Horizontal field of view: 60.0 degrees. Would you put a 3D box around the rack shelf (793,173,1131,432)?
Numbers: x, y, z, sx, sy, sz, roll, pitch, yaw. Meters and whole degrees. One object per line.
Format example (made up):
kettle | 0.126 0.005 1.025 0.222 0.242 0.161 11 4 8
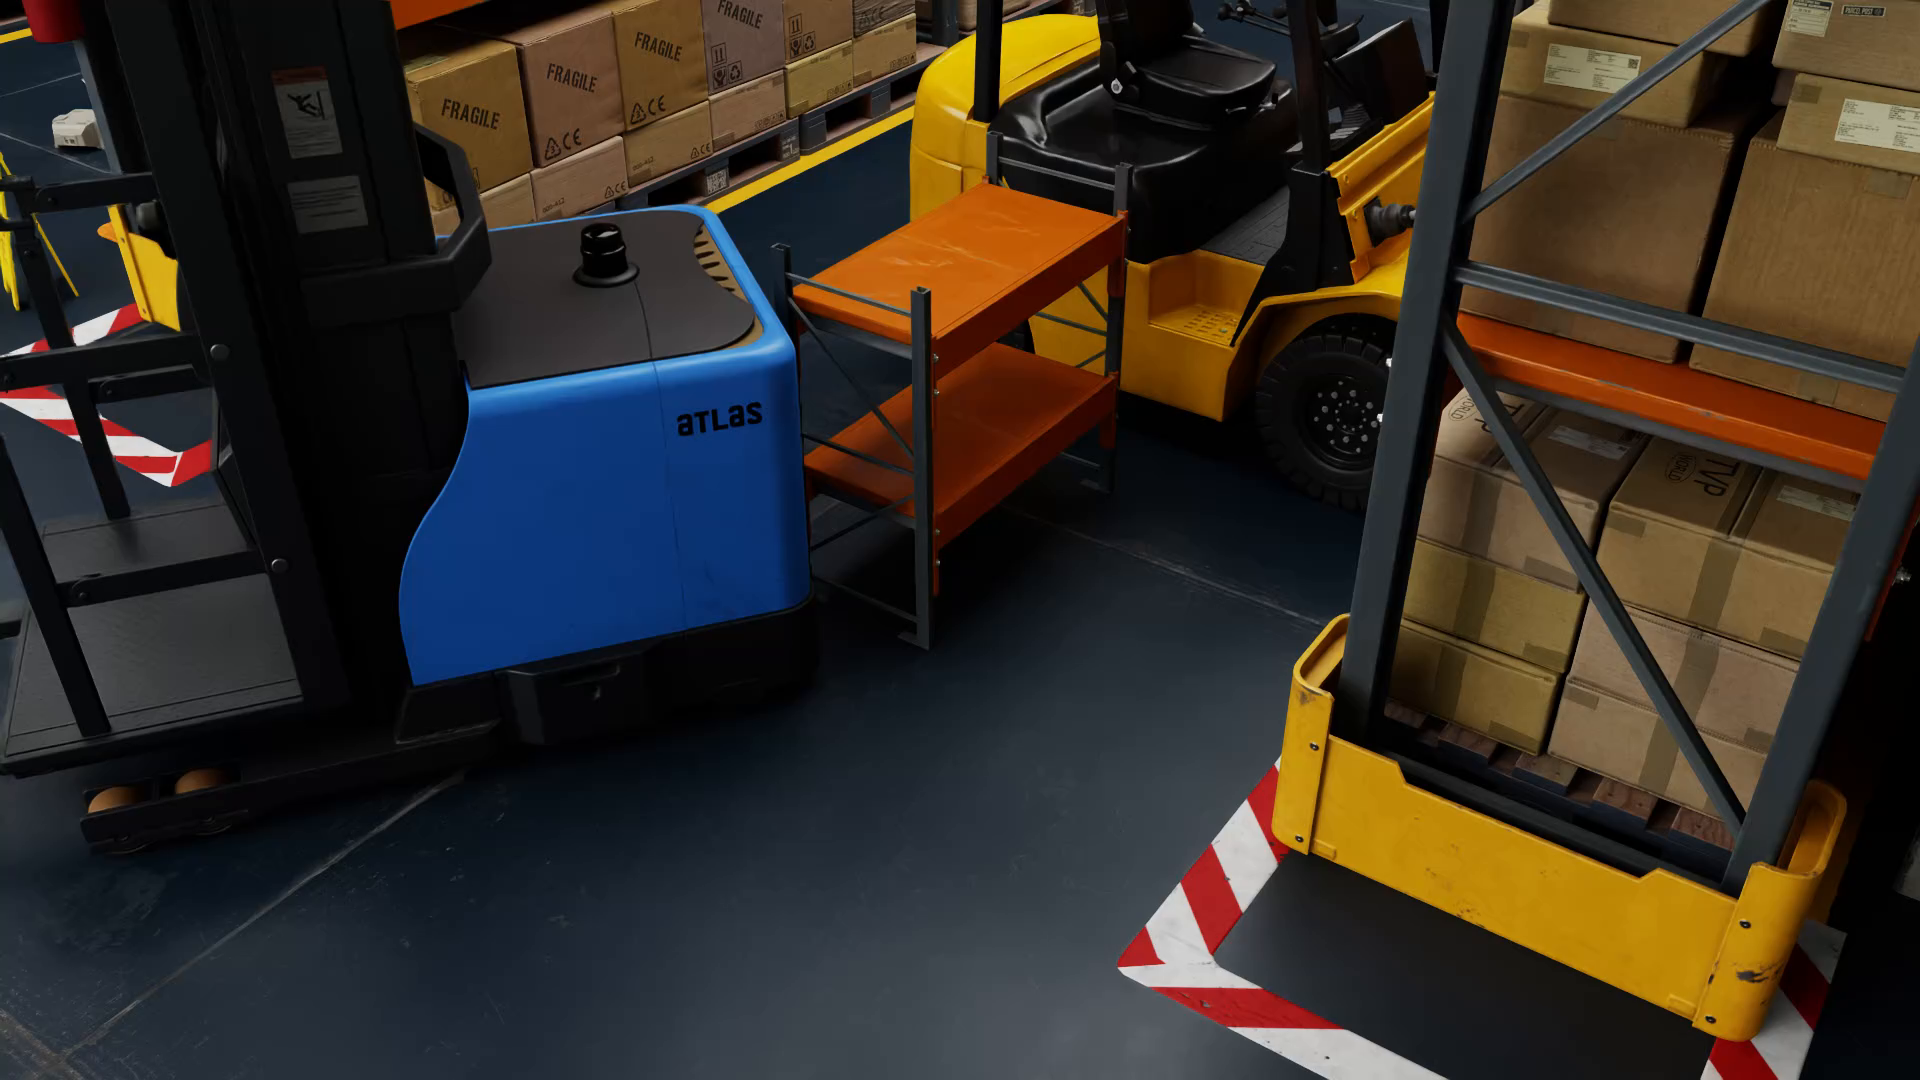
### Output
rack shelf | 0.004 -0.712 4.776 0.538 0.278 1.000 21 39 28

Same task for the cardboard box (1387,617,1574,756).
cardboard box | 1.356 0.239 4.299 0.500 0.250 0.500 22 40 28

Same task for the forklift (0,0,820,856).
forklift | -1.964 -0.774 3.779 3.031 2.935 1.130 -11 36 -16

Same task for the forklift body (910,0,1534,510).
forklift body | 0.930 -1.513 5.567 2.313 2.155 1.214 21 39 28

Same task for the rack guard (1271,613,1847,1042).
rack guard | 1.334 0.637 3.861 1.175 0.500 0.348 21 39 28

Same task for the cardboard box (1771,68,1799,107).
cardboard box | 1.843 -0.927 3.274 0.380 0.149 0.250 21 39 28

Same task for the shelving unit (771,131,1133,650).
shelving unit | 0.004 -0.469 4.939 0.538 1.125 1.048 21 39 28

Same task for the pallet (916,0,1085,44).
pallet | -0.009 -3.038 9.553 1.003 0.211 1.213 21 39 28

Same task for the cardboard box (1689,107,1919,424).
cardboard box | 1.858 -0.590 3.356 0.500 0.500 0.500 23 40 30

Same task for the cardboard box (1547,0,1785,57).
cardboard box | 1.379 -1.075 3.228 0.380 0.149 0.250 21 40 28

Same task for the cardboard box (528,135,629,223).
cardboard box | -1.748 -1.543 6.934 0.500 0.250 0.500 23 40 30

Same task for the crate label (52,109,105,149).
crate label | -4.255 -1.997 8.081 0.250 0.136 0.298 3 34 4

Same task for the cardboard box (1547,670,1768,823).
cardboard box | 1.789 0.392 4.072 0.500 0.250 0.500 21 40 28

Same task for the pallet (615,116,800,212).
pallet | -1.500 -1.795 7.715 1.003 0.211 1.213 21 39 28

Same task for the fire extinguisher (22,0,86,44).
fire extinguisher | -3.176 -2.056 5.681 0.296 0.674 0.183 21 39 28

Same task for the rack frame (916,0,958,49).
rack frame | -0.451 -3.834 8.242 1.000 3.000 0.127 21 39 28

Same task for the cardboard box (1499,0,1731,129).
cardboard box | 1.315 -0.968 3.336 0.380 0.149 0.250 22 40 29

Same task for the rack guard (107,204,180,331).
rack guard | -2.689 -0.993 6.271 1.175 0.500 0.348 21 39 28

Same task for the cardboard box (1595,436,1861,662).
cardboard box | 1.777 -0.019 3.788 0.500 0.250 0.500 21 39 28

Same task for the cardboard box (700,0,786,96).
cardboard box | -1.147 -2.352 7.460 0.500 0.500 0.500 24 41 31

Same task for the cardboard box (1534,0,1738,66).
cardboard box | 1.437 -1.096 3.524 0.380 0.149 0.250 22 40 29

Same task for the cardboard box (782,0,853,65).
cardboard box | -0.857 -2.587 7.808 0.500 0.500 0.500 22 40 29

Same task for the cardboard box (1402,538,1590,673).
cardboard box | 1.369 0.025 4.169 0.500 0.250 0.500 21 39 28

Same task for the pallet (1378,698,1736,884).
pallet | 1.749 0.380 4.499 1.003 0.211 1.213 21 39 28

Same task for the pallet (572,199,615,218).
pallet | -2.196 -1.235 6.889 1.003 0.211 1.213 21 39 28

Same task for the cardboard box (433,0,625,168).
cardboard box | -1.737 -1.875 6.755 0.500 0.500 0.500 20 39 27

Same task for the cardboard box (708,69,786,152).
cardboard box | -1.157 -2.030 7.654 0.500 0.250 0.500 22 40 29

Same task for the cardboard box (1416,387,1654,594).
cardboard box | 1.354 -0.170 4.011 0.500 0.250 0.500 23 40 30

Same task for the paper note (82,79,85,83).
paper note | -4.591 -2.457 8.858 0.142 0.017 0.144 -22 40 -29

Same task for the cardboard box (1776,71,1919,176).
cardboard box | 1.754 -0.793 3.076 0.380 0.149 0.250 20 39 27

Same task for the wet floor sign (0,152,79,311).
wet floor sign | -3.719 -1.272 6.555 0.232 0.644 0.267 -22 40 -29

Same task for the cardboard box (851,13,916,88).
cardboard box | -0.568 -2.511 8.365 0.500 0.250 0.500 23 40 30

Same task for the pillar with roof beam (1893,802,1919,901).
pillar with roof beam | -1.051 -4.302 3.578 9.100 9.000 0.400 21 39 28

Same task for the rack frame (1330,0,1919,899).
rack frame | 1.348 -0.409 3.178 1.000 3.000 0.127 21 39 28

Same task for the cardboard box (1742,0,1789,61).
cardboard box | 1.635 -1.195 3.672 0.380 0.149 0.250 22 40 29

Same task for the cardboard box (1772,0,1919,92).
cardboard box | 1.715 -0.929 3.012 0.380 0.149 0.250 20 39 27

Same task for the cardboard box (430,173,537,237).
cardboard box | -2.045 -1.311 6.590 0.500 0.250 0.500 21 39 28

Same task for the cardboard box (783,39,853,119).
cardboard box | -0.863 -2.263 7.998 0.500 0.250 0.500 20 39 27

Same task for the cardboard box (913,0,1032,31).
cardboard box | -0.154 -3.161 9.218 0.950 0.372 0.625 22 40 29

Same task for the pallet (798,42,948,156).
pallet | -0.805 -2.358 8.549 1.003 0.211 1.213 21 39 28

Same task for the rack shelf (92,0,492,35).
rack shelf | -1.592 -2.615 7.082 1.077 0.370 4.000 21 39 28

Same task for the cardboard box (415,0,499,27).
cardboard box | -2.195 -2.032 6.987 0.500 0.500 0.500 23 40 30

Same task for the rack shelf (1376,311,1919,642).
rack shelf | 2.488 -1.032 4.740 1.077 0.370 4.000 21 39 28

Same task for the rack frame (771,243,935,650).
rack frame | -0.286 -0.235 4.594 0.500 1.125 0.032 21 39 28

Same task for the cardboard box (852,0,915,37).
cardboard box | -0.568 -2.821 8.155 0.500 0.500 0.500 21 39 28

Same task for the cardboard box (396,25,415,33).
cardboard box | -2.489 -1.791 6.630 0.500 0.500 0.500 22 40 28

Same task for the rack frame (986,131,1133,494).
rack frame | 0.294 -0.703 5.285 0.500 1.125 0.032 21 39 28

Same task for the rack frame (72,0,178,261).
rack frame | -2.732 -1.993 5.520 1.000 3.000 0.127 21 39 28

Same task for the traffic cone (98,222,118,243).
traffic cone | -3.547 -1.552 7.132 0.336 0.463 0.334 21 39 28

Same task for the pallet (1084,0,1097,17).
pallet | 0.686 -3.601 10.387 1.003 0.211 1.213 21 39 28

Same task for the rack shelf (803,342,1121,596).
rack shelf | 0.004 -0.267 5.076 0.538 0.278 1.000 21 39 28

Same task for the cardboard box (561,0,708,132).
cardboard box | -1.445 -2.103 7.092 0.500 0.500 0.500 22 40 29

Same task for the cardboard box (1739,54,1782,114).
cardboard box | 1.716 -0.997 3.957 0.500 0.500 0.500 23 40 30

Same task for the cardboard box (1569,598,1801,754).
cardboard box | 1.787 0.199 3.912 0.500 0.250 0.500 22 40 29

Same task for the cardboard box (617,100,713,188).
cardboard box | -1.447 -1.799 7.312 0.500 0.250 0.500 24 41 31

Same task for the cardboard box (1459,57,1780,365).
cardboard box | 1.413 -0.761 3.608 0.500 0.500 0.500 20 39 27

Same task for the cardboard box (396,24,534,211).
cardboard box | -2.032 -1.633 6.397 0.500 0.500 0.500 20 39 27
